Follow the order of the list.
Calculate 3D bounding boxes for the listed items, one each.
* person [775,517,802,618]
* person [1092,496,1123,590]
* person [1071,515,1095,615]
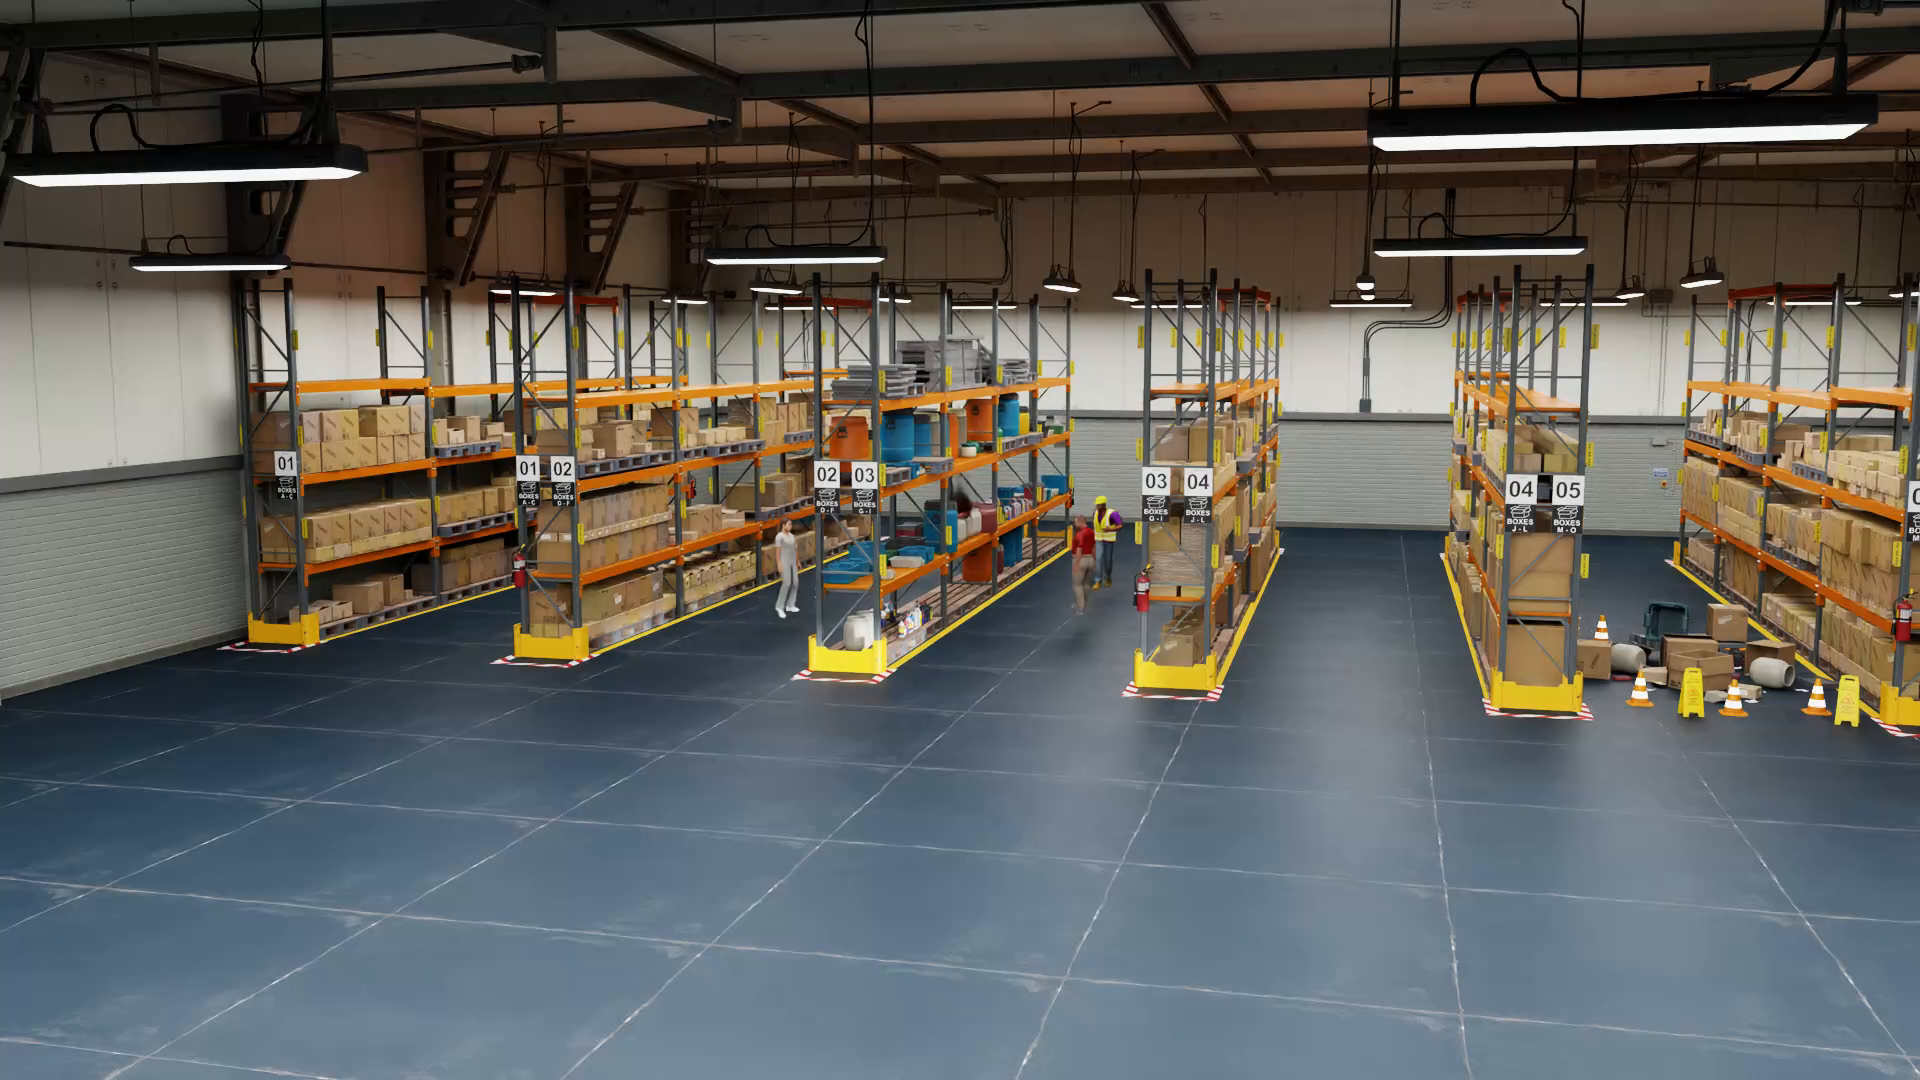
[{"bbox_3d":[-2.995,0.459,28.945,0.415,1.737,0.497,4,8,33],"label":"person"},{"bbox_3d":[2.785,0.045,31.580,0.631,1.775,0.956,1,7,11],"label":"person"},{"bbox_3d":[2.053,0.404,28.837,0.558,1.722,0.627,-6,9,-40],"label":"person"}]
